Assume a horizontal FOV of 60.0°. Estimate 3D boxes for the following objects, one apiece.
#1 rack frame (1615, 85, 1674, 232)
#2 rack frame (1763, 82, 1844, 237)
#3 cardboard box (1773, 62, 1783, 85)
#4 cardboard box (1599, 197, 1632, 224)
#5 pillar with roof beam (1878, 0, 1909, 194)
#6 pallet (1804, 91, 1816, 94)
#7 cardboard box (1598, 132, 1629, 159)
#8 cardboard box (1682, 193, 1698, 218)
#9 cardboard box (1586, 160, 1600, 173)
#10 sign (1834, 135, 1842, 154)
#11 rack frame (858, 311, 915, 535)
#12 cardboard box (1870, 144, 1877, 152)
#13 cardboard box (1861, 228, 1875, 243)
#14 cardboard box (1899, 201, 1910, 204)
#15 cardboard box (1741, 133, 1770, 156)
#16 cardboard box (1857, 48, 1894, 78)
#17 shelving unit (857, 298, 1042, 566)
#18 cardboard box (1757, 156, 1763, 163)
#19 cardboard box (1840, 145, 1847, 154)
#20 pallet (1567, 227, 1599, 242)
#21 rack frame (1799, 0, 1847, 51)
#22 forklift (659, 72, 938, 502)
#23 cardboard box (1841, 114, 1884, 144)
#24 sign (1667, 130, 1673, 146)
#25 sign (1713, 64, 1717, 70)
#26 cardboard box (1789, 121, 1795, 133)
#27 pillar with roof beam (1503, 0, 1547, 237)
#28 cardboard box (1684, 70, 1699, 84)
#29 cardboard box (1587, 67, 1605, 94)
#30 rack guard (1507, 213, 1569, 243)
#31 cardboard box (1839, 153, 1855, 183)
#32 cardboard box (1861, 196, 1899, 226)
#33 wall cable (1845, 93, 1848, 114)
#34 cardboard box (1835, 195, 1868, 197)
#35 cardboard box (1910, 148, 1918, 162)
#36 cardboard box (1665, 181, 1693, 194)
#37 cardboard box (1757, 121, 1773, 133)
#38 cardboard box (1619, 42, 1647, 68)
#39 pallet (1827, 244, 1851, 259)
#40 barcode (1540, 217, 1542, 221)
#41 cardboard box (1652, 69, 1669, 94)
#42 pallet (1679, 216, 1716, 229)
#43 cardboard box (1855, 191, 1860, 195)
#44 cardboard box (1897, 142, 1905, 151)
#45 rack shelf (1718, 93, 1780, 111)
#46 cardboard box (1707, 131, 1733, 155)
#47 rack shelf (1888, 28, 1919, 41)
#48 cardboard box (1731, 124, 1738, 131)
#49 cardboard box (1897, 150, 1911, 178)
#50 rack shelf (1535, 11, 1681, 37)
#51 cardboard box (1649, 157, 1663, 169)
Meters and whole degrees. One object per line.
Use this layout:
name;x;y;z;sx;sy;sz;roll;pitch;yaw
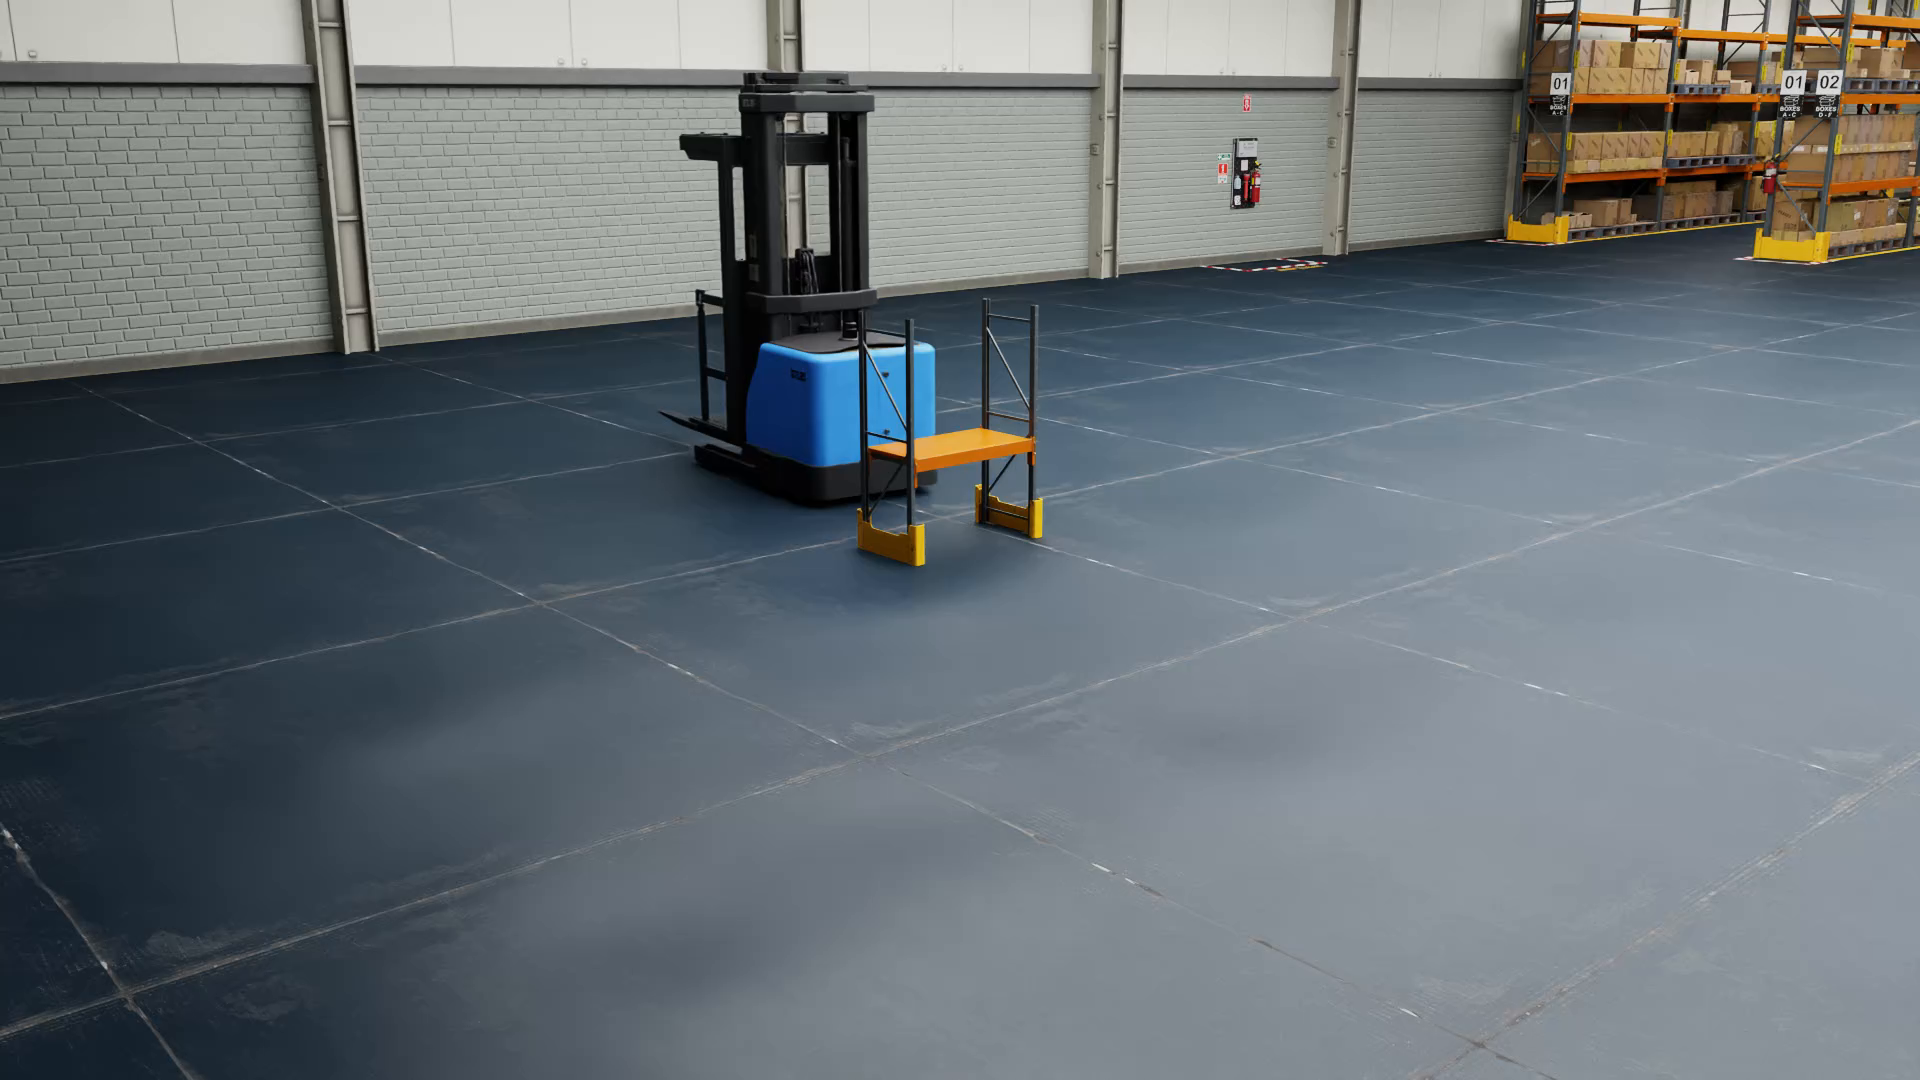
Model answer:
rack frame;14.373;-8.036;35.023;0.127;3.000;1.000;-13;19;-39
rack frame;14.610;-6.395;28.878;0.127;3.000;1.000;-13;19;-39
cardboard box;18.510;-10.708;38.168;0.500;0.500;0.700;-11;19;-37
cardboard box;13.616;-6.858;34.602;0.500;0.500;0.500;14;21;43
pillar with roof beam;27.720;-12.755;41.065;0.400;9.000;9.100;-13;19;-39
pallet;19.749;-10.583;39.117;1.217;0.209;0.805;-14;20;-42
cardboard box;13.068;-7.938;33.455;0.500;0.500;0.500;-12;19;-38
cardboard box;15.685;-7.345;36.426;0.500;0.500;0.700;-12;19;-39
cardboard box;12.314;-7.407;32.921;0.500;0.250;0.500;-13;20;-41
sign;14.970;-6.742;28.348;0.005;0.325;0.100;-13;19;-39
rack frame;-0.448;-0.624;10.180;0.032;1.500;0.500;-13;19;-39
cardboard box;16.207;-7.041;29.848;0.250;0.149;0.380;-12;19;-39
cardboard box;16.293;-5.571;30.307;0.500;0.250;0.500;-13;19;-39
cardboard box;18.511;-6.516;32.759;0.500;0.311;0.500;-13;20;-40
cardboard box;17.925;-8.948;37.628;0.500;0.500;0.500;-12;19;-38
cardboard box;16.042;-8.391;29.260;0.500;0.500;0.500;-13;19;-39
shelving unit;-0.058;-0.712;10.508;1.083;1.500;0.587;-13;19;-39
cardboard box;17.987;-8.654;37.783;0.250;0.149;0.380;-12;19;-39
cardboard box;15.245;-6.826;29.043;0.250;0.149;0.380;-13;20;-41
pallet;12.049;-6.155;33.384;1.213;0.211;1.003;-13;19;-39
rack frame;20.408;-12.290;39.323;0.127;3.000;1.000;-13;19;-39
forklift;-1.401;-2.006;12.580;1.130;2.935;3.031;-10;18;-33
cardboard box;16.161;-7.416;29.994;0.500;0.500;0.700;-13;19;-39
sign;14.735;-8.350;34.521;0.005;0.325;0.100;-13;19;-39
sign;17.032;-10.561;37.506;0.005;0.325;0.100;-13;19;-39
cardboard box;19.063;-9.569;38.499;0.500;0.250;0.500;-13;20;-40
pillar with roof beam;14.141;-9.706;29.649;0.400;9.000;9.100;-13;19;-39
cardboard box;15.302;-9.827;35.272;0.500;0.311;0.500;-12;19;-38
cardboard box;12.200;-8.958;32.428;0.500;0.500;0.500;-11;19;-36
rack guard;11.413;-6.164;32.857;0.348;0.500;1.175;-13;19;-39
cardboard box;15.363;-6.610;29.489;0.500;0.500;0.700;-12;19;-38
cardboard box;17.036;-6.106;30.857;0.500;0.500;0.500;-13;19;-39
wall cable;23.770;-10.961;44.004;1.851;1.984;0.084;-13;19;-39
cardboard box;16.700;-6.205;31.230;0.500;0.500;0.500;-13;19;-39
cardboard box;18.615;-7.337;32.212;0.500;0.500;0.500;-11;18;-35
cardboard box;15.637;-7.696;36.286;0.500;0.250;0.500;-13;20;-41
cardboard box;18.307;-9.396;37.851;0.500;0.250;0.500;-13;20;-40
cardboard box;13.379;-9.703;33.282;0.500;0.500;0.500;-14;20;-41
pallet;15.159;-5.185;29.754;1.213;0.211;1.003;-13;19;-39
barcode;11.687;-6.457;33.452;0.075;0.075;0.001;-13;19;-39
cardboard box;14.152;-9.409;34.119;0.500;0.500;0.500;-12;19;-38
pallet;15.880;-7.029;36.656;1.213;0.211;1.003;-13;19;-39
cardboard box;22.206;-8.756;41.748;0.500;0.500;0.700;-13;20;-41
cardboard box;17.179;-7.260;30.667;0.250;0.149;0.380;-13;20;-41
rack shelf;18.899;-10.154;38.534;4.000;0.370;1.077;-13;19;-39
cardboard box;16.638;-8.793;36.811;0.700;0.500;0.500;14;20;42
rack shelf;19.136;-9.769;32.054;4.000;0.370;1.077;-13;19;-39
cardboard box;17.150;-9.224;37.166;0.380;0.149;0.250;13;20;40
cardboard box;17.297;-7.044;31.116;0.500;0.500;0.700;-13;20;-41
rack shelf;12.864;-10.247;33.074;4.000;0.370;1.077;-13;19;-39
cardboard box;14.214;-7.834;34.519;0.500;0.250;0.500;-13;19;-39
